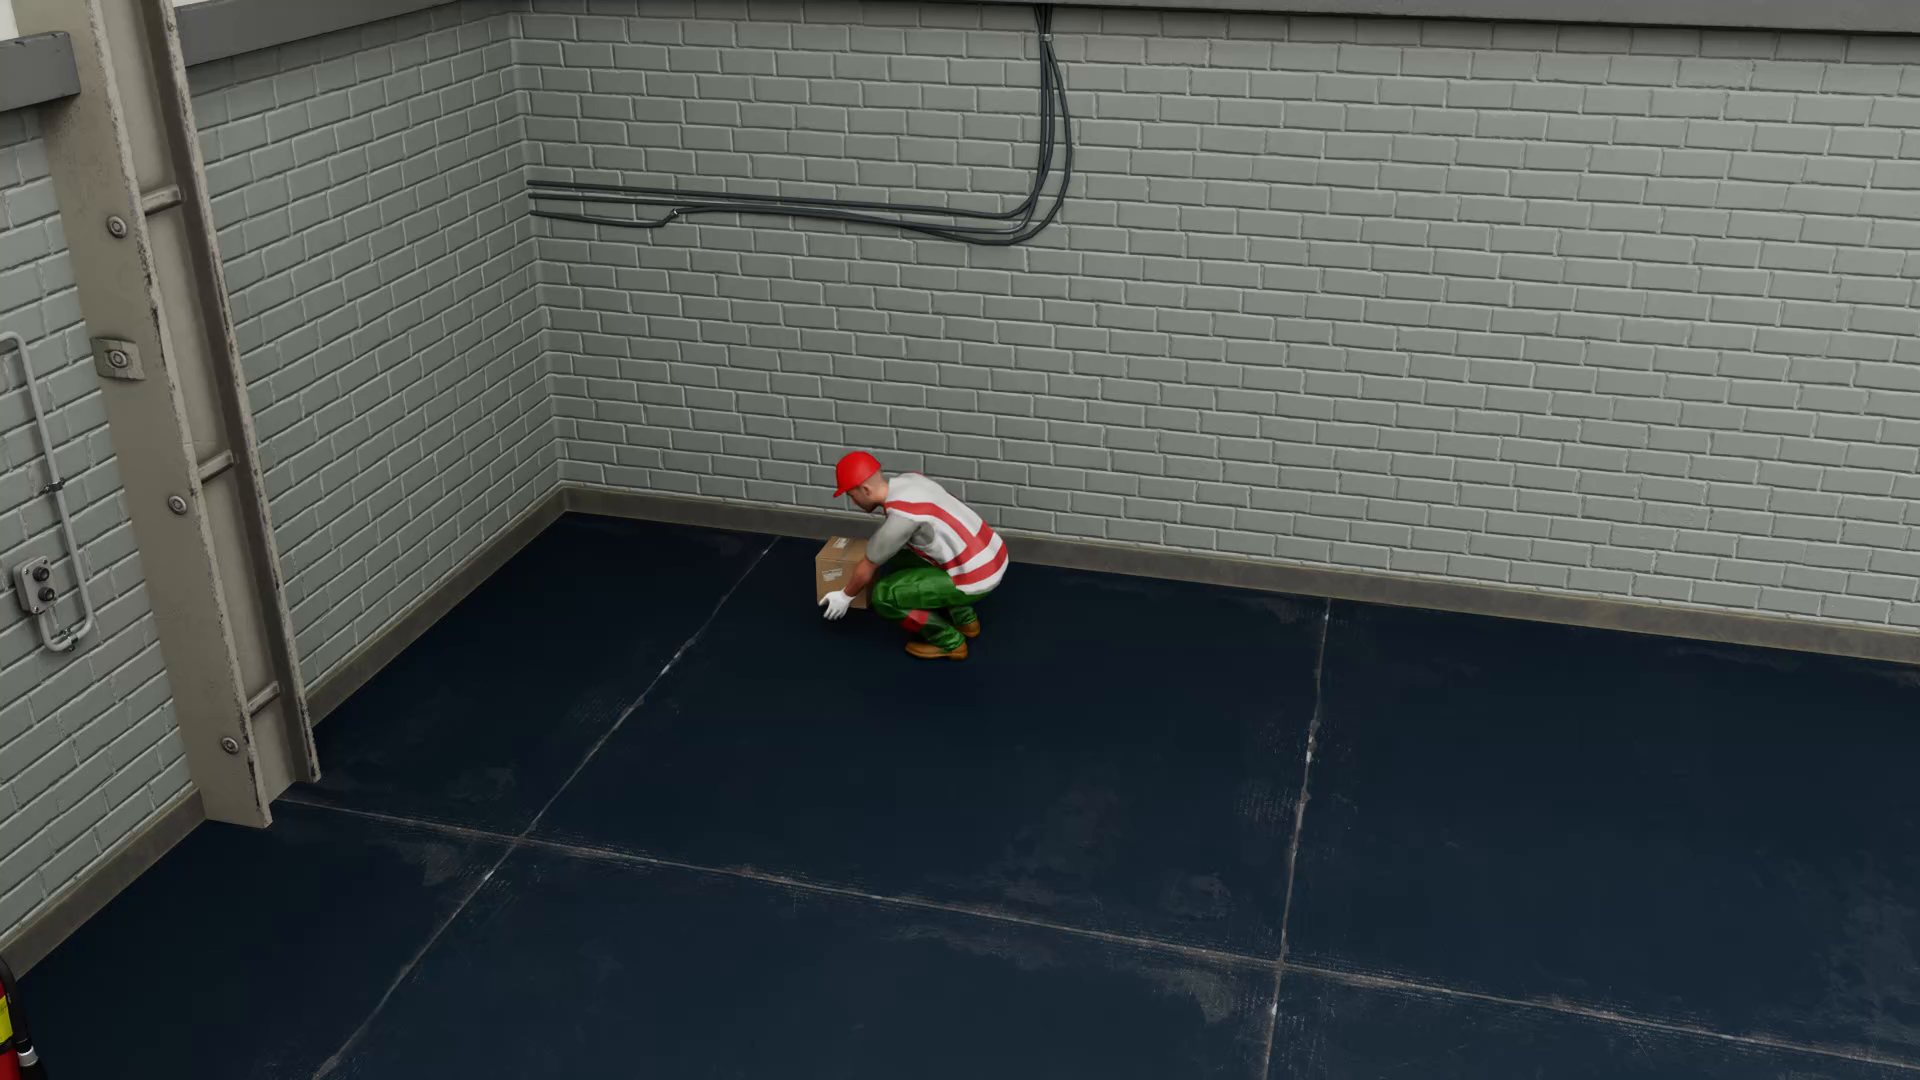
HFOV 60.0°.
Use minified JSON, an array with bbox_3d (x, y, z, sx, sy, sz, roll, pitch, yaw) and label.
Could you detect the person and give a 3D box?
[{"bbox_3d":[-0.218,0.048,7.932,0.880,0.989,0.555,6,26,13],"label":"person"}]
